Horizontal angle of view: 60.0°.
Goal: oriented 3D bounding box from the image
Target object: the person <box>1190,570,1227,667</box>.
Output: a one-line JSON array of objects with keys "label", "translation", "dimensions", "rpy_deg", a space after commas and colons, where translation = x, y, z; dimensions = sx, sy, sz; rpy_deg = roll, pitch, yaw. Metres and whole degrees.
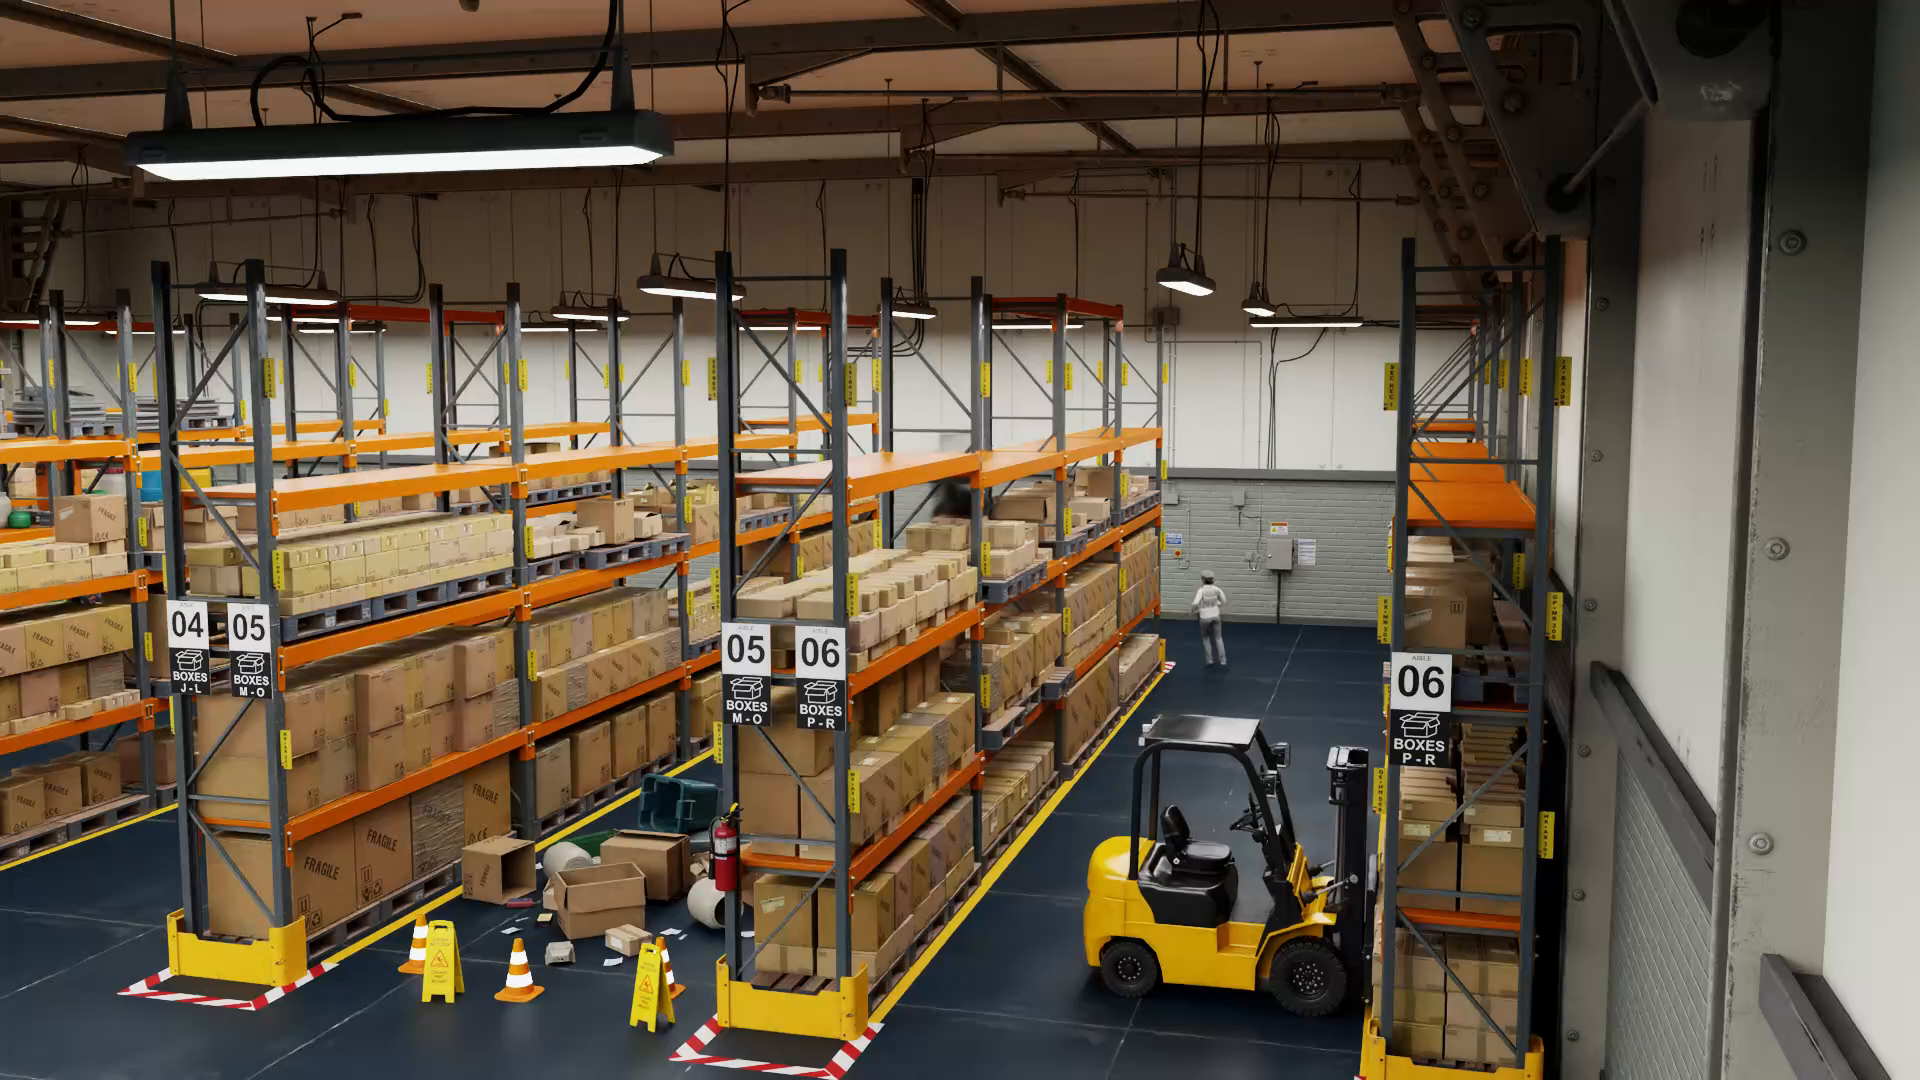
[{"label": "person", "translation": [4.184, 1.353, 28.159], "dimensions": [0.673, 1.702, 0.744], "rpy_deg": [-1, 6, -10]}]
